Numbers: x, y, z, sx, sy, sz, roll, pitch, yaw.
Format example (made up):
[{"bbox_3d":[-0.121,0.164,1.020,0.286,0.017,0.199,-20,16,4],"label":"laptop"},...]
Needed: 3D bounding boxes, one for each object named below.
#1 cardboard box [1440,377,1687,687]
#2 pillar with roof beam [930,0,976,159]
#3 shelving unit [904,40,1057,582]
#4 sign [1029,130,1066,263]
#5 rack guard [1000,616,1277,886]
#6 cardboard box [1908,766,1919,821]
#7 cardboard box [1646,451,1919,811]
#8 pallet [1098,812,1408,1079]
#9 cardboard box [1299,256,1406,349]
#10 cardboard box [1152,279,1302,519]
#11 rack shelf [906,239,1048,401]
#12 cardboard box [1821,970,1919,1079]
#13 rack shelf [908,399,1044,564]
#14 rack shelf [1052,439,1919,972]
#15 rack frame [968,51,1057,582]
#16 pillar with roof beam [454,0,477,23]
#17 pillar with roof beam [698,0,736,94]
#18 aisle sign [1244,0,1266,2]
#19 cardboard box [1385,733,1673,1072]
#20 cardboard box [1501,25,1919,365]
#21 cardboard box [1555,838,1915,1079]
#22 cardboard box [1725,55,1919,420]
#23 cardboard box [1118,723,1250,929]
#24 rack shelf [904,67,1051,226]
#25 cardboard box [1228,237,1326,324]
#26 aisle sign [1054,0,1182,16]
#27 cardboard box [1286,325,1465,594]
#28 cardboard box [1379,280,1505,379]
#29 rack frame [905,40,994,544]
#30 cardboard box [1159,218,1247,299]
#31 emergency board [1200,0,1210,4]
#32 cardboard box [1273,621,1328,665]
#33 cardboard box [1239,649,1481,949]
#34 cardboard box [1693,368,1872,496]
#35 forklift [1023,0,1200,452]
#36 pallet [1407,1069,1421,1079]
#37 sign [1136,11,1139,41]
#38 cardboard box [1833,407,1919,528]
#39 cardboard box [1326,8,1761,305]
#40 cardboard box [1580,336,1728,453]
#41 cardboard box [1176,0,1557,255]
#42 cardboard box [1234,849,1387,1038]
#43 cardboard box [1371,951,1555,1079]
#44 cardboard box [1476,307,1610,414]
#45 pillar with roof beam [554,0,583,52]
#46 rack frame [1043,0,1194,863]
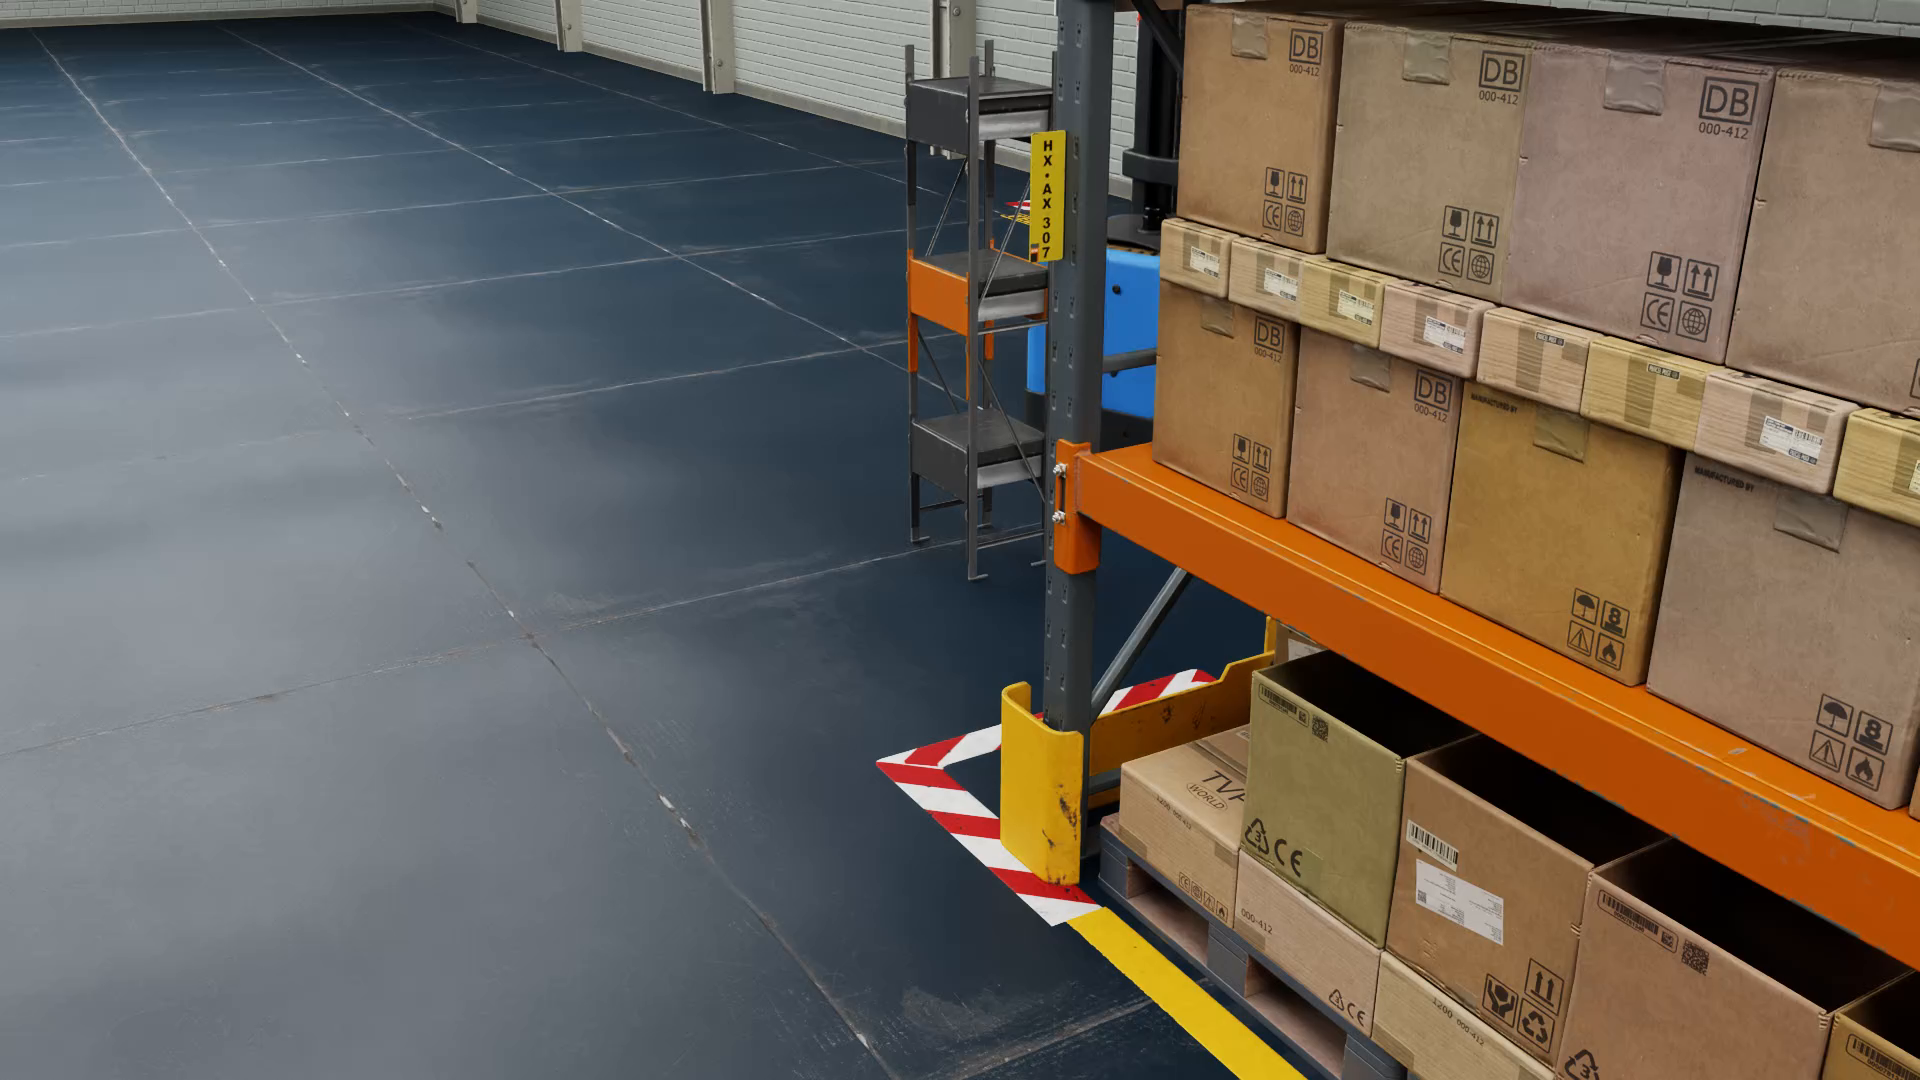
[{"bbox_3d":[1.449,-0.095,3.430,0.700,0.500,0.500,-12,25,-28],"label":"cardboard box"},{"bbox_3d":[-3.772,-7.263,13.230,9.100,9.000,0.400,-13,25,-28],"label":"pillar with roof beam"},{"bbox_3d":[0.085,-0.919,6.784,0.431,2.100,0.503,-13,25,-28],"label":"shelving unit"},{"bbox_3d":[0.221,-0.867,4.205,0.100,0.325,0.005,-13,25,-28],"label":"sign"},{"bbox_3d":[0.689,0.617,5.131,1.175,0.500,0.348,-13,25,-28],"label":"rack guard"},{"bbox_3d":[1.984,0.240,2.605,0.700,0.500,0.500,-12,25,-27],"label":"cardboard box"},{"bbox_3d":[1.721,0.074,3.012,0.700,0.500,0.500,-12,25,-27],"label":"cardboard box"},{"bbox_3d":[1.127,0.998,4.577,1.003,0.211,1.213,-13,25,-28],"label":"pallet"},{"bbox_3d":[0.980,-0.546,3.677,0.380,0.149,0.250,-12,25,-28],"label":"cardboard box"},{"bbox_3d":[0.928,-0.426,4.244,0.700,0.500,0.500,-13,25,-28],"label":"cardboard box"},{"bbox_3d":[0.085,-0.906,6.789,0.431,0.518,0.480,-13,25,-28],"label":"rack shelf"},{"bbox_3d":[1.815,1.060,2.819,0.500,0.500,0.500,-13,25,-28],"label":"cardboard box"},{"bbox_3d":[0.085,-0.258,7.053,0.431,0.518,0.480,-13,25,-28],"label":"rack shelf"},{"bbox_3d":[1.722,0.447,3.183,1.077,0.370,4.000,-13,25,-28],"label":"rack shelf"},{"bbox_3d":[0.209,-0.840,6.590,0.400,2.100,0.015,-13,25,-28],"label":"rack frame"},{"bbox_3d":[-12.967,-13.090,27.565,9.100,9.000,0.400,-13,25,-28],"label":"pillar with roof beam"},{"bbox_3d":[-6.837,-9.205,18.008,9.100,9.000,0.400,-13,25,-28],"label":"pillar with roof beam"},{"bbox_3d":[0.920,-1.816,4.343,0.394,0.787,0.004,-13,25,-28],"label":"aisle sign"},{"bbox_3d":[1.307,0.735,3.616,0.500,0.500,0.500,-13,25,-28],"label":"cardboard box"},{"bbox_3d":[1.487,-0.678,3.140,0.700,0.500,0.500,-12,25,-28],"label":"cardboard box"},{"bbox_3d":[1.547,0.901,3.210,0.500,0.500,0.500,-13,25,-28],"label":"cardboard box"},{"bbox_3d":[1.743,-0.516,2.741,0.700,0.500,0.500,-13,25,-28],"label":"cardboard box"},{"bbox_3d":[0.783,0.762,4.547,0.500,0.250,0.500,-13,25,-28],"label":"cardboard box"},{"bbox_3d":[0.085,-1.555,6.526,0.431,0.518,0.480,-13,25,-28],"label":"rack shelf"},{"bbox_3d":[0.853,-0.627,3.876,0.380,0.149,0.250,-13,26,-30],"label":"cardboard box"},{"bbox_3d":[0.404,-1.700,4.059,0.394,0.787,0.004,-13,25,-28],"label":"aisle sign"},{"bbox_3d":[1.201,-0.257,3.828,0.700,0.500,0.500,-12,25,-27],"label":"cardboard box"},{"bbox_3d":[1.107,-0.464,3.475,0.380,0.149,0.250,-13,26,-29],"label":"cardboard box"},{"bbox_3d":[-0.040,-0.998,6.979,0.400,2.100,0.015,-13,25,-28],"label":"rack frame"},{"bbox_3d":[0.716,-0.712,4.085,0.380,0.149,0.250,-13,25,-29],"label":"cardboard box"},{"bbox_3d":[1.764,-4.177,13.604,0.194,1.169,0.643,-13,25,-28],"label":"emergency board"},{"bbox_3d":[1.231,0.315,4.652,0.500,0.500,0.500,-13,25,-28],"label":"cardboard box"},{"bbox_3d":[1.041,0.576,4.009,0.500,0.500,0.500,-13,25,-28],"label":"cardboard box"},{"bbox_3d":[1.501,-0.214,2.861,0.380,0.149,0.250,-12,25,-28],"label":"cardboard box"},{"bbox_3d":[1.649,-2.146,8.698,1.130,2.935,3.031,17,28,36],"label":"forklift"},{"bbox_3d":[1.747,1.392,3.606,1.003,0.211,1.213,-13,25,-28],"label":"pallet"},{"bbox_3d":[1.571,-4.392,14.087,0.001,0.329,0.234,-13,25,-28],"label":"sign"},{"bbox_3d":[1.635,-0.129,2.651,0.380,0.149,0.250,-12,25,-27],"label":"cardboard box"},{"bbox_3d":[1.229,-0.841,3.541,0.700,0.500,0.500,-13,26,-30],"label":"cardboard box"},{"bbox_3d":[1.376,-0.296,3.061,0.380,0.149,0.250,-13,25,-29],"label":"cardboard box"},{"bbox_3d":[0.955,-1.010,3.958,0.700,0.500,0.500,-13,25,-28],"label":"cardboard box"},{"bbox_3d":[1.042,0.923,4.151,0.500,0.250,0.500,-13,25,-28],"label":"cardboard box"},{"bbox_3d":[1.297,1.085,3.752,0.500,0.250,0.500,-13,25,-28],"label":"cardboard box"},{"bbox_3d":[1.245,-0.378,3.264,0.380,0.149,0.250,-14,26,-30],"label":"cardboard box"},{"bbox_3d":[-9.902,-11.148,22.787,9.100,9.000,0.400,-13,25,-28],"label":"pillar with roof beam"},{"bbox_3d":[0.701,-0.534,4.641,1.000,3.000,0.127,-13,25,-28],"label":"rack frame"}]
